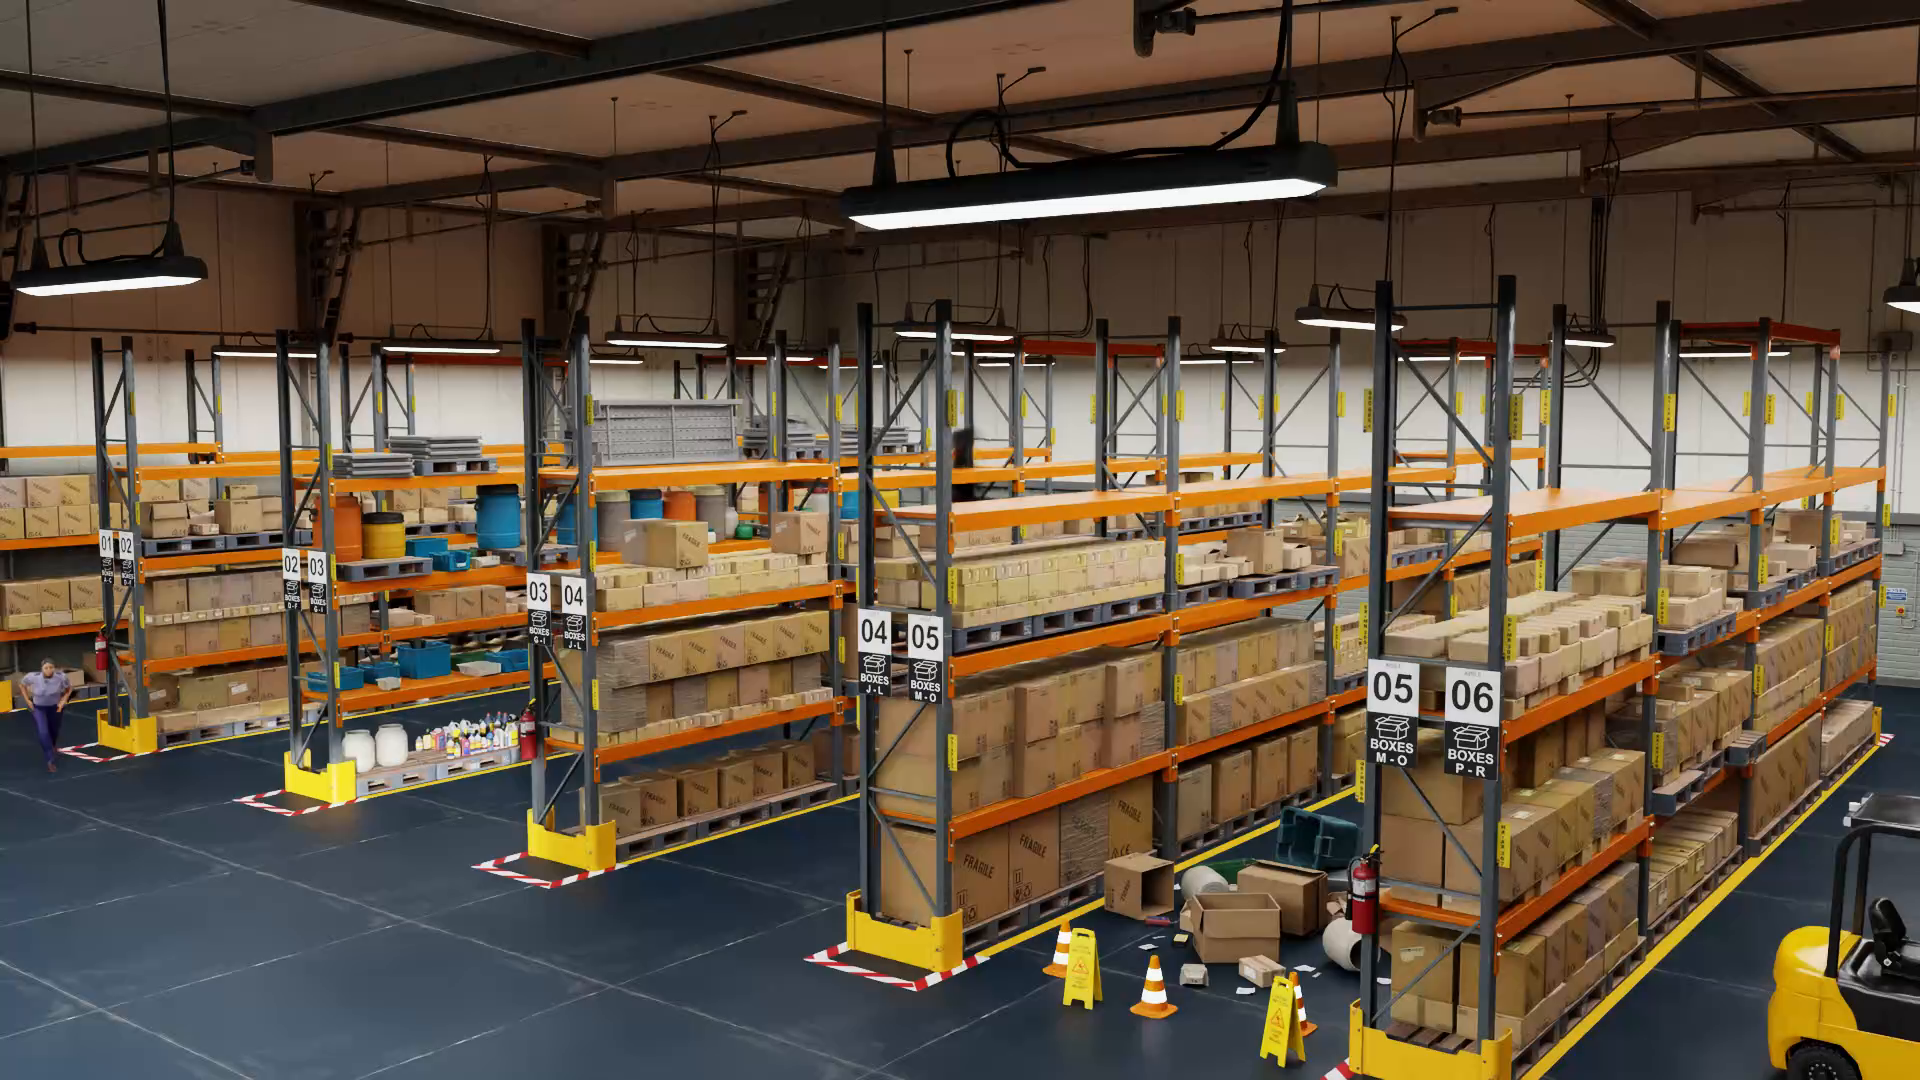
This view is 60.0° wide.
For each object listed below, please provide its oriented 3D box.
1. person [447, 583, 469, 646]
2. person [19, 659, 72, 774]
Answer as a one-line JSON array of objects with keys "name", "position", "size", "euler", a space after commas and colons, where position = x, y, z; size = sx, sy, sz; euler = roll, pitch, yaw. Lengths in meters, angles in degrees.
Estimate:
[{"name": "person", "position": [-9.368, 1.591, 31.232], "size": [0.709, 1.733, 0.845], "euler": [2, 5, 23]}, {"name": "person", "position": [-12.672, 2.409, 23.080], "size": [0.636, 1.596, 0.964], "euler": [-3, 6, -29]}]
